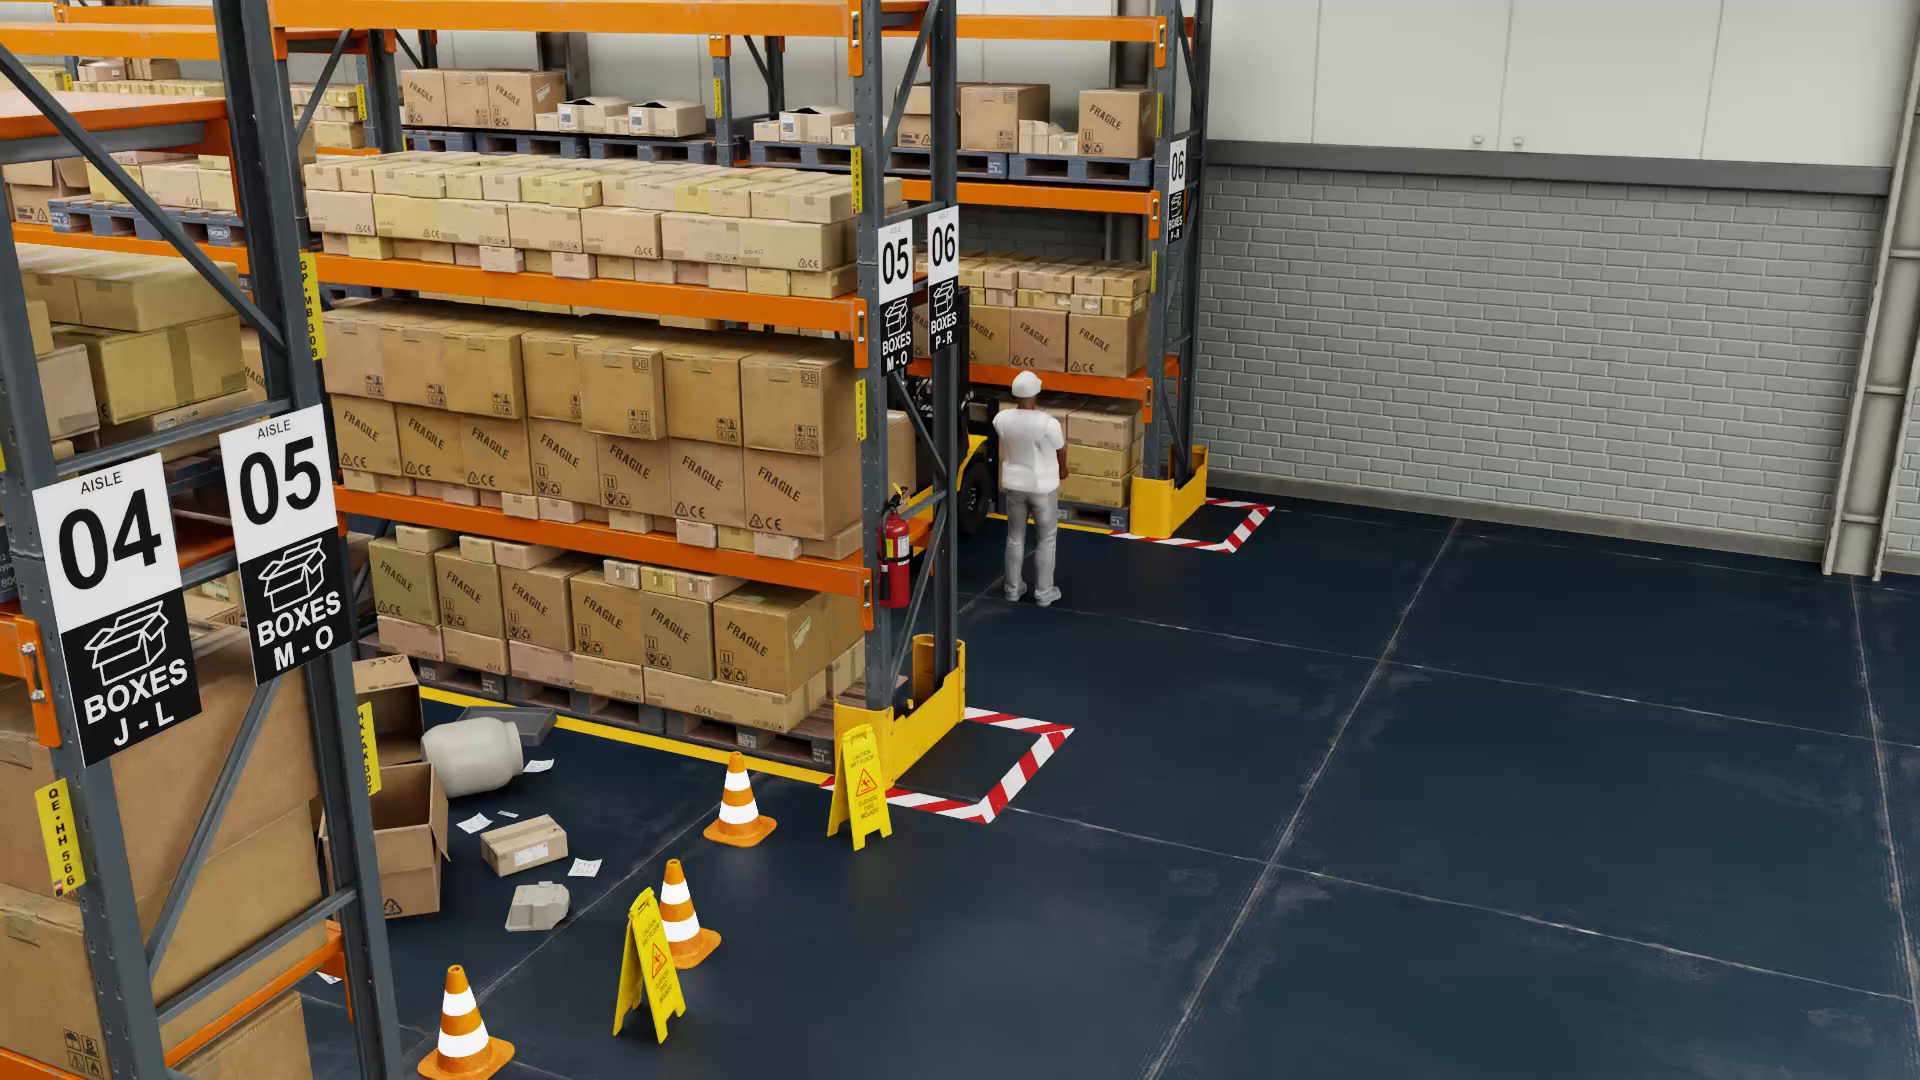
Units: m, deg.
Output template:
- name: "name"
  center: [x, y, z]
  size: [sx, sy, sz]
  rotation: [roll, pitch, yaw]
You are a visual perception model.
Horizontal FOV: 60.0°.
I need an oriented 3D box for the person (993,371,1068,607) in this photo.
- name: "person"
  center: [0.544, -0.412, 12.240]
  size: [0.502, 1.761, 0.577]
  rotation: [8, 21, 23]
